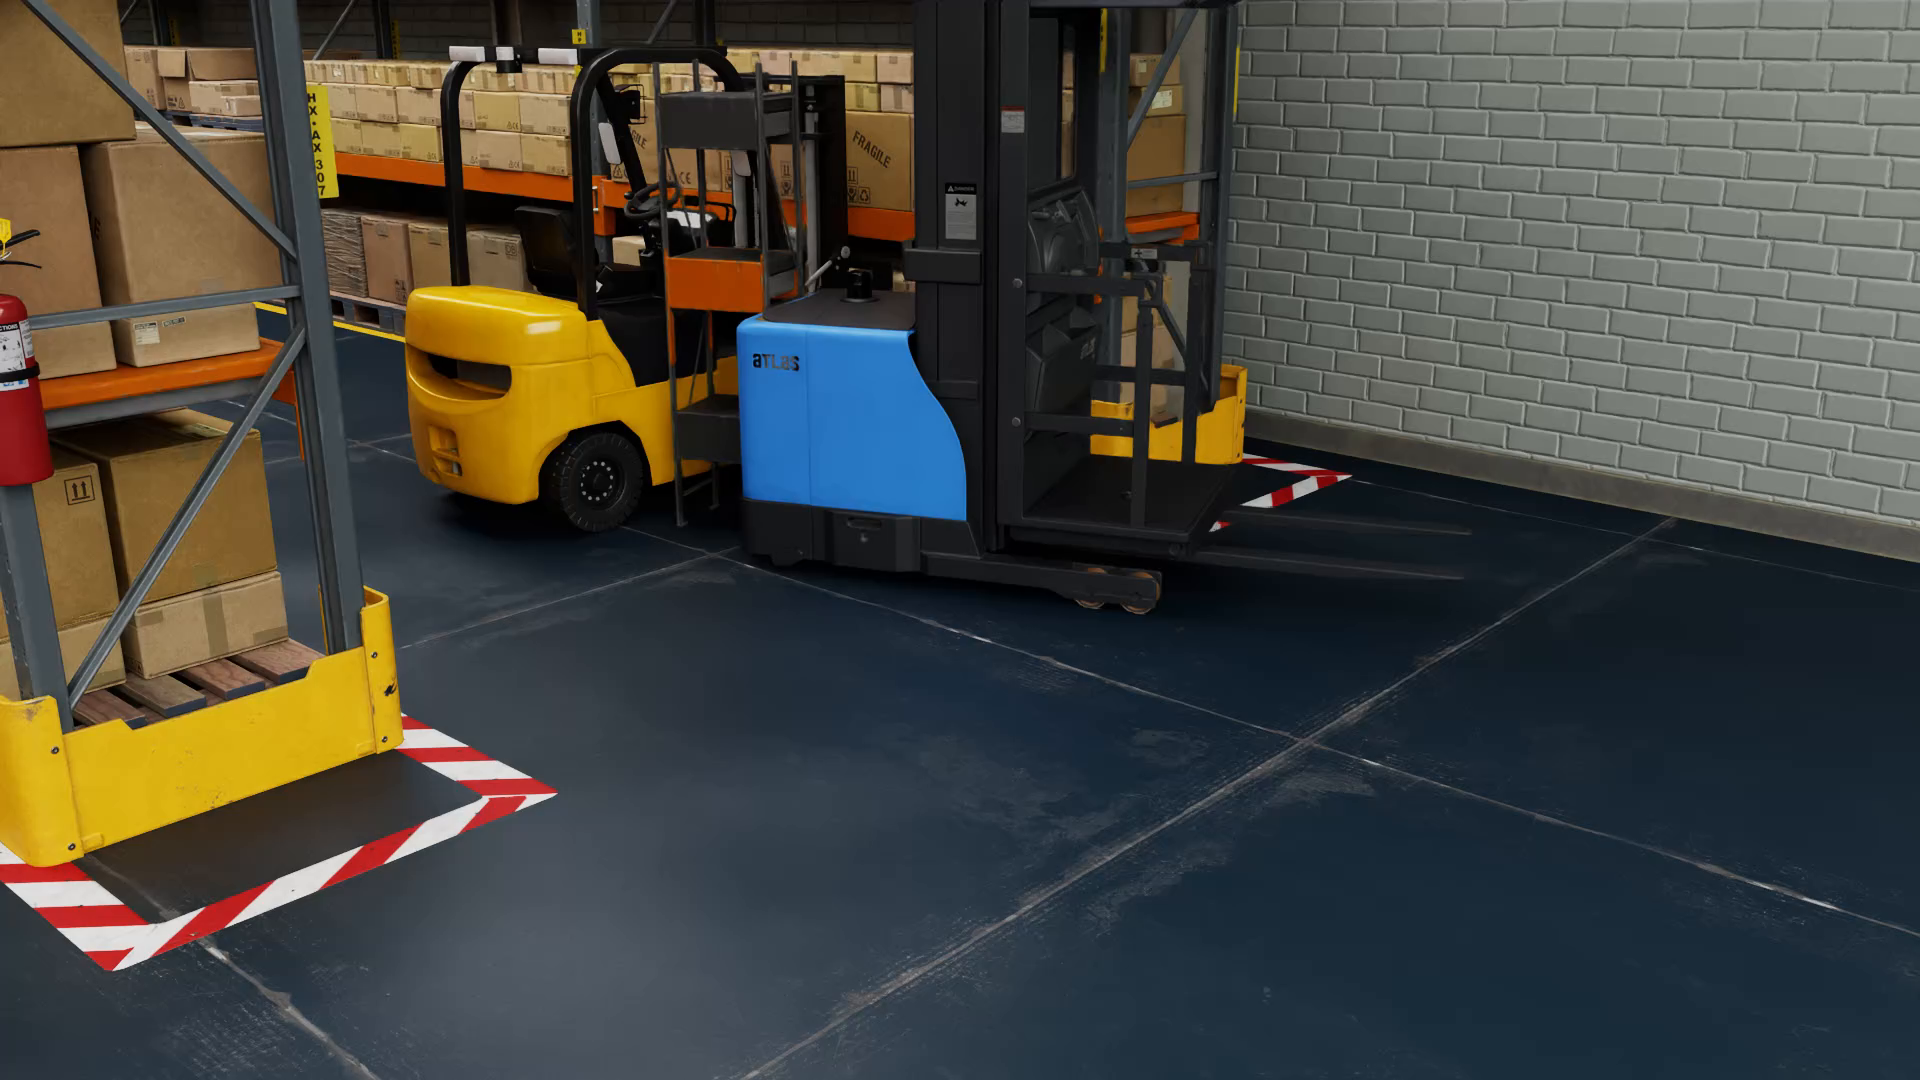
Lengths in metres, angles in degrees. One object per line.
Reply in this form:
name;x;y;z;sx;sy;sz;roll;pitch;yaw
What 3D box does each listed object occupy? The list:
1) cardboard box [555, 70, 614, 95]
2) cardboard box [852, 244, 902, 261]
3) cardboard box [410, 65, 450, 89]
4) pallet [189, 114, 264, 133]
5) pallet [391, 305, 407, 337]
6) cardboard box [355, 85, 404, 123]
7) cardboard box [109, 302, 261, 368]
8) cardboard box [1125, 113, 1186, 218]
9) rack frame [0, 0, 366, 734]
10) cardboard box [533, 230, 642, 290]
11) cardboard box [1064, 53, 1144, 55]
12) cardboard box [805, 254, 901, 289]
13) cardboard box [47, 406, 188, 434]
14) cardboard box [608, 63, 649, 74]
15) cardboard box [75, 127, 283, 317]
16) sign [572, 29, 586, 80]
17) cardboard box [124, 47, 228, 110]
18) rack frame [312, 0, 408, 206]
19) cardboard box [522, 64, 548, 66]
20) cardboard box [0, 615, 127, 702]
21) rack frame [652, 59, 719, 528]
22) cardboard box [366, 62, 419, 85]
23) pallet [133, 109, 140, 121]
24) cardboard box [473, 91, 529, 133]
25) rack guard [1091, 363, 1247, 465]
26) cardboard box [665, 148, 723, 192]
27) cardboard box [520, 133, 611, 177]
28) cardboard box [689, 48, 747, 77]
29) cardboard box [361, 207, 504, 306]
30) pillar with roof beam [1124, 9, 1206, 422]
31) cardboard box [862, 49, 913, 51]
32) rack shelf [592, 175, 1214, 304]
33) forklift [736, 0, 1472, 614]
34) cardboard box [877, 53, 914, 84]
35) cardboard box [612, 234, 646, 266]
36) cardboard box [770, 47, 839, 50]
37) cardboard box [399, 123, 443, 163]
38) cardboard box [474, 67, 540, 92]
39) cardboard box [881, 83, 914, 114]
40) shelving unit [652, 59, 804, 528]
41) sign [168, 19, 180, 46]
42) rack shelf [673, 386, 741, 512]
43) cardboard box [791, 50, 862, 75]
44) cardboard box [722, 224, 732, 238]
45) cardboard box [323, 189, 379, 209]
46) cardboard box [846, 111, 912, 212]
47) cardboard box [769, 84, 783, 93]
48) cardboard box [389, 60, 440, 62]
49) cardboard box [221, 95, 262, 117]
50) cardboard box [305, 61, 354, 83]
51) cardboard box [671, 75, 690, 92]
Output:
cardboard box;-2.378;-2.950;10.712;0.250;0.149;0.380;16;24;41
cardboard box;-0.339;-1.584;9.844;0.500;0.250;0.500;14;23;38
cardboard box;-3.603;-3.236;11.612;0.250;0.149;0.380;14;23;38
pallet;-5.520;-3.407;13.706;1.003;0.211;1.213;15;23;39
pallet;-3.469;-1.630;12.399;1.213;0.211;1.003;15;23;39
cardboard box;-4.044;-3.191;12.129;0.500;0.250;0.500;14;23;38
cardboard box;-2.392;-0.644;5.096;0.250;0.149;0.380;15;23;39
cardboard box;0.831;-1.982;8.733;0.500;0.500;0.500;16;24;41
rack frame;-2.275;-0.648;4.696;0.127;3.000;1.000;15;23;39
cardboard box;-2.373;-1.746;11.385;0.625;0.625;0.875;16;24;42
cardboard box;0.750;-2.454;8.656;0.250;0.149;0.380;16;24;41
cardboard box;-0.678;-1.464;9.464;0.500;0.250;0.500;14;23;38
cardboard box;-3.107;-0.229;5.985;0.500;0.500;0.500;14;22;37
cardboard box;-1.933;-2.943;10.196;0.250;0.149;0.380;16;23;40
cardboard box;-2.445;-0.996;5.133;0.500;0.500;0.500;15;23;38
sign;-2.328;-2.965;10.211;0.005;0.325;0.100;15;23;39
cardboard box;-6.771;-4.020;14.460;0.500;0.500;0.700;15;23;39
rack frame;-4.967;-3.378;13.298;0.127;3.000;1.000;15;23;39
cardboard box;-3.014;-3.319;11.874;0.250;0.149;0.380;15;23;39
cardboard box;-3.076;0.356;5.383;0.500;0.250;0.500;15;23;39
rack frame;-1.253;-1.115;7.655;0.015;2.100;0.400;6;19;18
cardboard box;-4.102;-3.412;12.167;0.250;0.149;0.380;15;23;40
pallet;-7.433;-3.905;15.274;1.213;0.211;1.003;15;23;39
cardboard box;-2.901;-2.884;11.163;0.500;0.250;0.500;14;23;38
rack guard;1.035;-0.576;8.600;0.348;0.500;1.175;15;23;39
cardboard box;-1.416;-2.374;9.968;0.500;0.500;0.500;16;23;40
cardboard box;-2.525;-2.546;10.922;0.500;0.250;0.500;16;23;40
cardboard box;-1.357;-2.787;9.704;0.250;0.149;0.380;16;23;40
cardboard box;-4.015;-2.189;12.782;0.625;0.625;0.875;16;24;41
pillar with roof beam;-1.763;-4.001;5.343;0.400;9.000;9.100;15;23;39
cardboard box;-0.430;-2.756;9.607;0.250;0.149;0.380;16;24;41
rack shelf;-0.479;-1.831;9.611;4.000;0.370;1.077;15;23;39
forklift;0.618;-1.280;6.800;3.031;2.935;1.130;6;19;18
cardboard box;-0.215;-2.478;8.731;0.250;0.149;0.380;16;23;41
cardboard box;-1.821;-1.773;10.439;0.500;0.250;0.500;15;23;38
cardboard box;-0.940;-2.932;10.163;0.250;0.149;0.380;14;23;38
cardboard box;-3.647;-2.854;11.894;0.500;0.250;0.500;16;24;41
cardboard box;-3.016;-3.082;11.127;0.250;0.149;0.380;14;22;38
cardboard box;-0.202;-2.341;8.792;0.250;0.149;0.380;14;22;38
shelving unit;-1.022;-1.091;7.580;0.503;2.100;0.431;6;19;18
sign;-7.593;-4.860;16.052;0.005;0.325;0.100;15;23;39
rack shelf;-1.022;-0.411;7.796;0.480;0.518;0.431;6;19;18
cardboard box;-0.719;-2.656;9.292;0.250;0.149;0.380;15;23;39
cardboard box;-1.478;-1.886;10.795;0.500;0.250;0.500;16;23;40
cardboard box;-5.150;-2.872;14.067;0.250;0.149;0.380;17;24;42
cardboard box;-0.291;-2.068;9.005;0.500;0.500;0.500;14;23;38
cardboard box;-0.973;-2.545;9.435;0.250;0.149;0.380;14;22;38
cardboard box;-4.166;-3.623;12.830;0.250;0.149;0.380;15;23;39
cardboard box;-5.713;-3.504;13.415;0.250;0.149;0.380;16;23;40
cardboard box;-4.723;-3.551;12.605;0.250;0.149;0.380;16;23;40
cardboard box;-1.503;-2.711;9.957;0.250;0.149;0.380;15;23;39
